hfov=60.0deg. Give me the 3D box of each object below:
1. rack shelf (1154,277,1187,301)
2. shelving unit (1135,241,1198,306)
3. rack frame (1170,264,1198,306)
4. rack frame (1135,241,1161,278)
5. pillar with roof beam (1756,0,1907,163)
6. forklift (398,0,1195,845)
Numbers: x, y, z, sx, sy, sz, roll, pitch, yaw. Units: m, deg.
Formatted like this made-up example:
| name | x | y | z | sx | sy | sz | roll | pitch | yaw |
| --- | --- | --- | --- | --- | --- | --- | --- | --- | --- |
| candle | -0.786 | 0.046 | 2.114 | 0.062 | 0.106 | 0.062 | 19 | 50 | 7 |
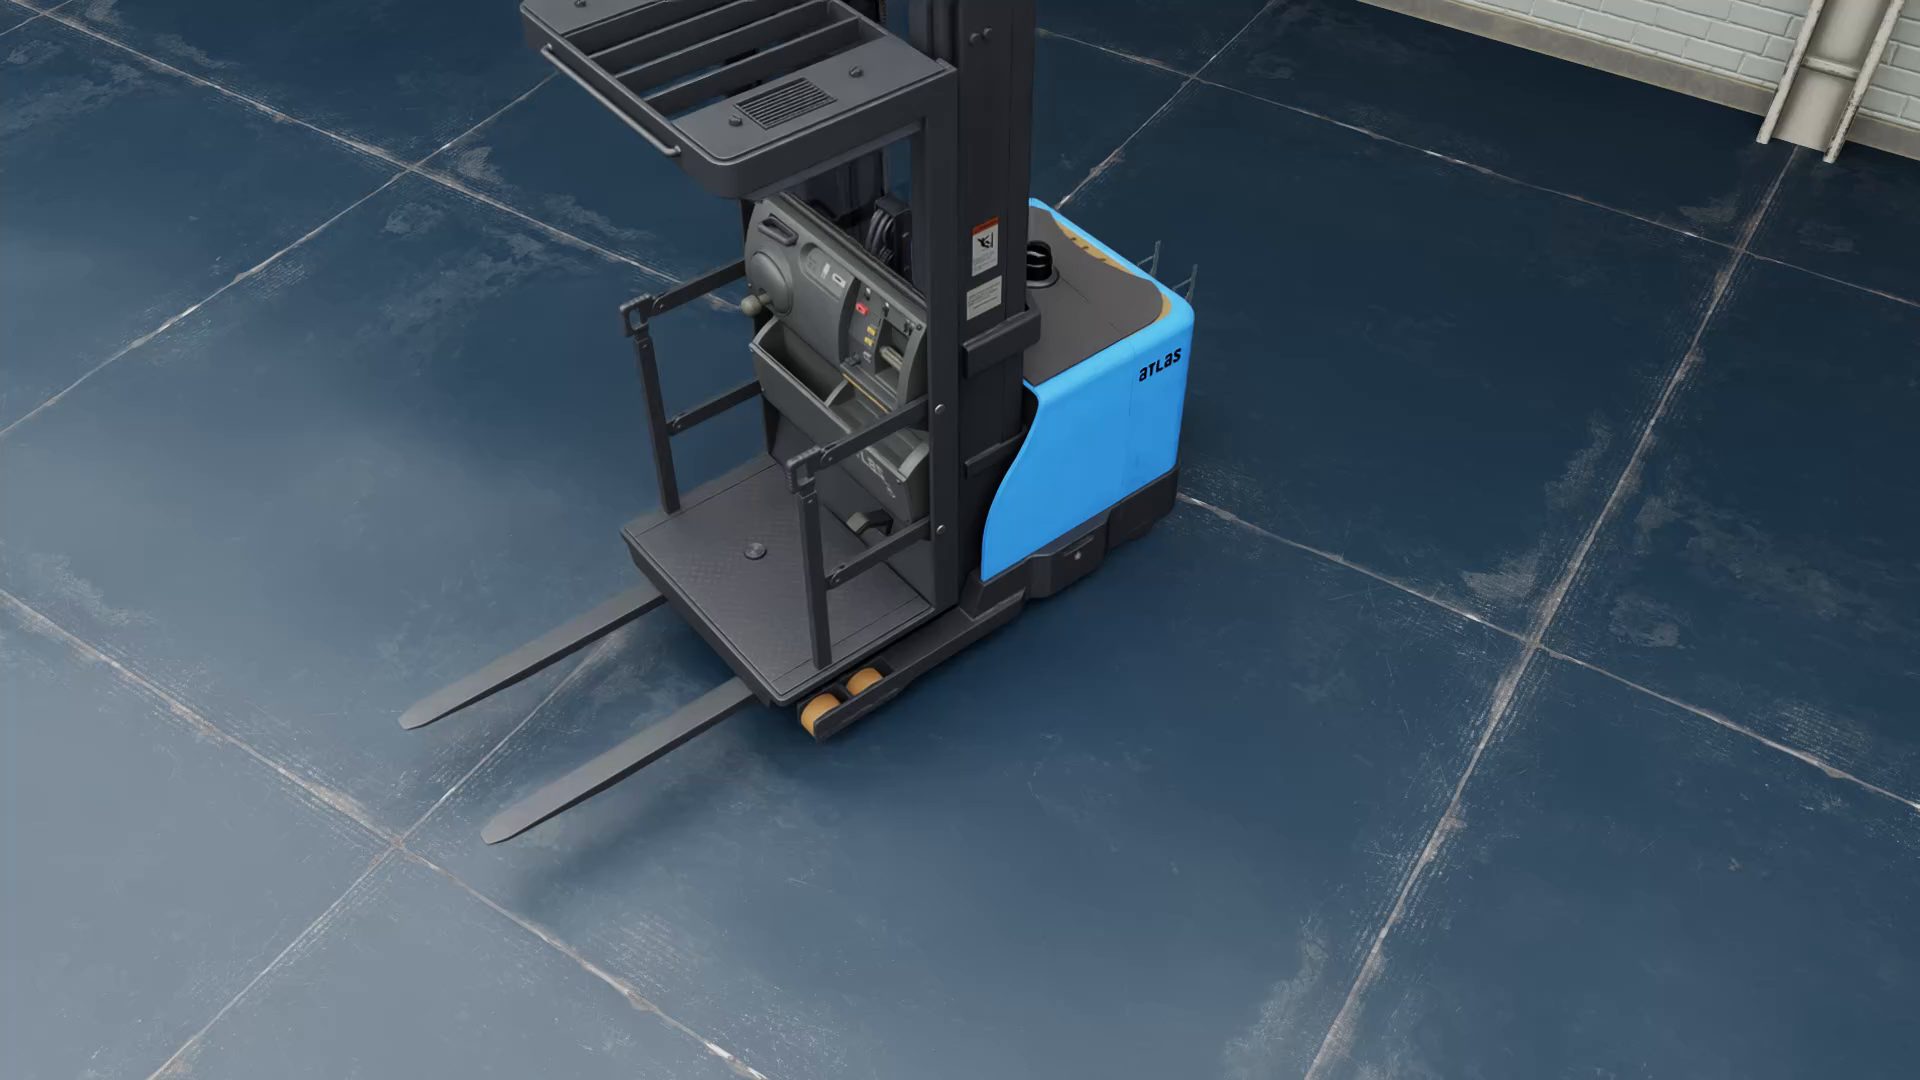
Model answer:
| name | x | y | z | sx | sy | sz | roll | pitch | yaw |
| --- | --- | --- | --- | --- | --- | --- | --- | --- | --- |
| rack shelf | 0.768 | -0.937 | 6.693 | 0.258 | 0.077 | 0.200 | -30 | 53 | -30 |
| shelving unit | 0.758 | -0.766 | 6.857 | 0.258 | 0.900 | 0.210 | -30 | 53 | -30 |
| rack frame | 0.824 | -0.711 | 6.803 | 0.240 | 0.900 | 0.006 | -30 | 53 | -30 |
| rack frame | 0.691 | -0.821 | 6.910 | 0.240 | 0.900 | 0.006 | -30 | 53 | -30 |
| pillar with roof beam | 2.138 | -2.665 | 3.065 | 0.400 | 9.000 | 9.100 | 25 | 51 | 22 |
| forklift | -0.586 | -0.731 | 5.416 | 3.031 | 2.935 | 1.130 | -30 | 53 | -26 |
